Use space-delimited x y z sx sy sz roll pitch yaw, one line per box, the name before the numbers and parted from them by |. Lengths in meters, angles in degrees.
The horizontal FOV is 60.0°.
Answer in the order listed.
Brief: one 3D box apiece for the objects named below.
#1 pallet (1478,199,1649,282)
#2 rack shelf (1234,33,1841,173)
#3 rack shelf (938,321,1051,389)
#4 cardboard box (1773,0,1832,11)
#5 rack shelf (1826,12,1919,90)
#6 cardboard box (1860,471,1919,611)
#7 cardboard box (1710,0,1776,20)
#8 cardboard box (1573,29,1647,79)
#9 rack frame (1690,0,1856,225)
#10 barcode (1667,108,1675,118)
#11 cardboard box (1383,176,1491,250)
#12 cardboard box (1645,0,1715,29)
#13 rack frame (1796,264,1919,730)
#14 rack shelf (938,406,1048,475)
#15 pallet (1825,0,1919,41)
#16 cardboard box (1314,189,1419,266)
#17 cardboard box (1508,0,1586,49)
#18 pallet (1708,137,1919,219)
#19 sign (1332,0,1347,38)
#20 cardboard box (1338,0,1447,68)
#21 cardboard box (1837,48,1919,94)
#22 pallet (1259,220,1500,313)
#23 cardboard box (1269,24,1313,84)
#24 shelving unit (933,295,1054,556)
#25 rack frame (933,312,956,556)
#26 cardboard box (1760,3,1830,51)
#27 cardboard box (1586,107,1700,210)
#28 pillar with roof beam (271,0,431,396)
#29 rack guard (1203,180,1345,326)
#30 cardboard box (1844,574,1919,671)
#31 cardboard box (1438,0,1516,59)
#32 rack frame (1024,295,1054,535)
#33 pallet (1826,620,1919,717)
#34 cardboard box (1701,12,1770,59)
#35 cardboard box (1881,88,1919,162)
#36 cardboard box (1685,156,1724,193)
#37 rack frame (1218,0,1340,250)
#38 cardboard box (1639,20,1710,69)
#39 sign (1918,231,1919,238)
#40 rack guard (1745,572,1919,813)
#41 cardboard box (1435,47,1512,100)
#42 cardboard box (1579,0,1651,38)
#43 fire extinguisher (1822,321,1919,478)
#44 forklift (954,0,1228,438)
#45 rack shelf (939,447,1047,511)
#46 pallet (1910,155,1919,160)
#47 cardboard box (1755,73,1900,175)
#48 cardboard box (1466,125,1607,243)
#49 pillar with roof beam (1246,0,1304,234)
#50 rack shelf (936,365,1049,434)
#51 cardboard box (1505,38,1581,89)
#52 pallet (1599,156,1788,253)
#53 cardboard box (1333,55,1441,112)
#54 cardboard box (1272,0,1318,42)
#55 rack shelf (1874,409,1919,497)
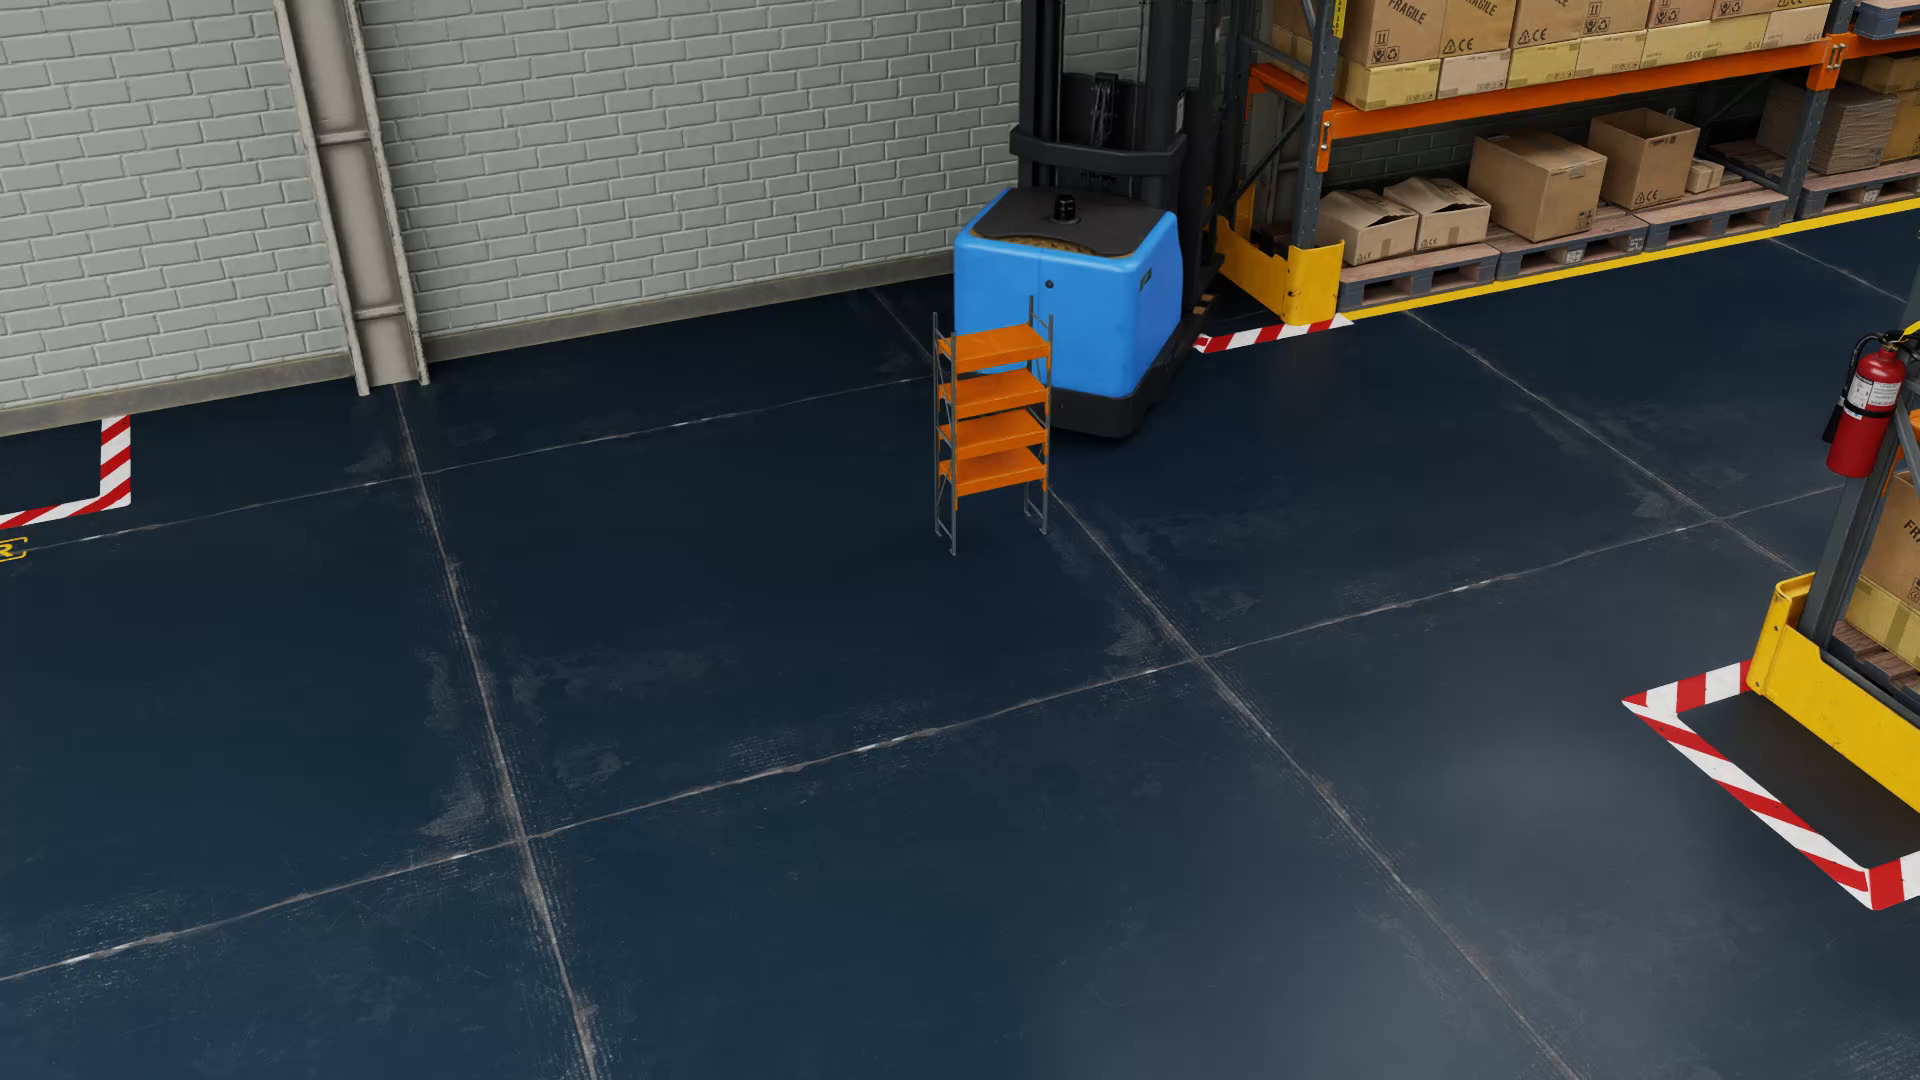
pallet | 3.866 -2.140 11.346 1.213 0.211 1.003 -13 35 -19
rack shelf | 3.754 -3.005 10.777 4.000 0.370 1.077 -13 35 -19
rack shelf | 0.153 -0.867 7.762 0.480 0.148 0.258 -13 35 -19
cardboard box | 5.282 -3.733 10.668 0.500 0.500 0.500 -13 35 -19
rack shelf | 7.442 -3.849 12.075 4.000 0.370 1.077 -13 35 -19
cardboard box | 4.210 0.006 6.940 0.500 0.500 0.500 -13 35 -19
cardboard box | 4.824 -3.625 10.502 0.500 0.500 0.500 -13 35 -19
cardboard box | 3.895 -3.100 10.383 0.500 0.250 0.500 -13 35 -19
rack frame | 5.598 -3.728 11.230 0.127 3.000 1.000 -13 35 -19
barcode | 5.007 -3.006 11.715 0.075 0.075 0.001 -13 35 -19
cardboard box | 3.108 -2.162 10.885 0.500 0.311 0.500 -10 34 -15
cardboard box | 4.355 -3.524 10.347 0.500 0.500 0.500 -14 36 -20
rack frame | 3.831 -0.394 6.105 0.127 3.000 1.000 -13 35 -19
rack shelf | 0.153 -0.481 8.013 0.480 0.148 0.258 -13 35 -19
pallet | 6.359 -3.736 11.418 1.213 0.211 1.003 -13 35 -19
cardboard box | 2.583 -2.042 10.700 0.500 0.311 0.500 -17 37 -24
cardboard box | 3.405 -3.299 10.001 0.500 0.500 0.500 -14 36 -20
pallet | 6.315 -2.725 12.244 1.213 0.211 1.003 -13 35 -19
sign | 2.120 -2.974 9.277 0.005 0.325 0.100 -13 35 -19
cardboard box | 2.466 -3.093 9.685 0.500 0.500 0.500 -13 35 -19
cardboard box | 6.675 -3.438 11.984 0.500 0.250 0.500 -14 35 -20
pallet | 2.743 -1.885 10.953 1.213 0.211 1.003 -13 35 -19
cardboard box | 2.266 -3.026 10.269 0.500 0.250 0.500 -12 35 -18
shelving unit | 0.153 -0.538 7.976 0.503 1.200 0.258 -13 35 -19
rack frame | -0.072 -0.486 7.897 0.015 1.200 0.240 -13 35 -19
cardboard box | 5.279 -3.422 10.877 0.500 0.250 0.500 -13 35 -19
cardboard box | 4.657 -2.626 11.424 0.500 0.500 0.500 -16 36 -22
pillar with roof beam | -1.645 -2.550 3.917 0.400 9.000 9.100 -13 35 -19
rack guard | 1.980 -1.852 10.638 0.348 0.500 1.175 -13 35 -19
cardboard box | 4.211 0.321 7.142 0.500 0.250 0.500 -13 35 -19
cardboard box | 2.926 -3.193 9.838 0.500 0.500 0.500 -13 35 -19
rack frame | 0.378 -0.589 8.056 0.015 1.200 0.240 -13 35 -19
pallet | 4.520 0.593 7.146 1.213 0.211 1.003 -13 35 -19
cardboard box | 4.816 -3.320 10.722 0.500 0.250 0.500 -13 35 -19
cardboard box | 6.727 -3.163 12.250 0.500 0.500 0.700 -14 35 -20
cardboard box | 5.116 -2.597 11.686 0.250 0.166 0.380 -18 37 -25
rack frame | 1.910 -2.884 9.932 0.127 3.000 1.000 -13 35 -19
cardboard box | 4.358 -3.207 10.547 0.500 0.250 0.500 -13 35 -19
sign | 3.634 -1.254 6.148 0.005 0.325 0.100 -13 35 -19
rack guard | 3.809 0.659 6.779 0.348 0.500 1.175 -13 35 -19
cardboard box | 2.956 -2.890 10.060 0.500 0.250 0.500 -14 36 -20
cardboard box | 3.876 -3.414 10.178 0.500 0.500 0.500 -12 35 -17
fire extinguisher | 3.542 -0.570 6.446 0.183 0.674 0.296 -13 35 -19
forklift | 0.970 -2.572 9.515 1.130 2.935 3.031 12 35 18
rack shelf | 0.153 -0.315 8.121 0.480 0.148 0.258 -13 35 -19
pallet | 7.442 -2.984 12.643 1.213 0.211 1.003 -13 35 -19
cardboard box | 6.270 -3.029 12.043 0.500 0.500 0.700 -12 35 -17
cardboard box | 3.804 -2.372 11.033 0.500 0.500 0.700 -15 36 -22
pillar with roof beam | 3.887 -3.816 5.864 0.400 9.000 9.100 -13 35 -19
rack shelf | 0.153 -0.669 7.891 0.480 0.148 0.258 -13 35 -19
cardboard box | 3.428 -2.994 10.221 0.500 0.250 0.500 -13 35 -20
pallet | 4.993 -2.400 11.745 1.213 0.211 1.003 -13 35 -19
cardboard box | 2.483 -2.773 9.880 0.500 0.250 0.500 -14 36 -20
cardboard box | 2.262 -3.350 10.080 0.500 0.500 0.500 -13 35 -19
rack shelf | 5.675 -0.514 6.950 4.000 0.370 1.077 -13 35 -19
